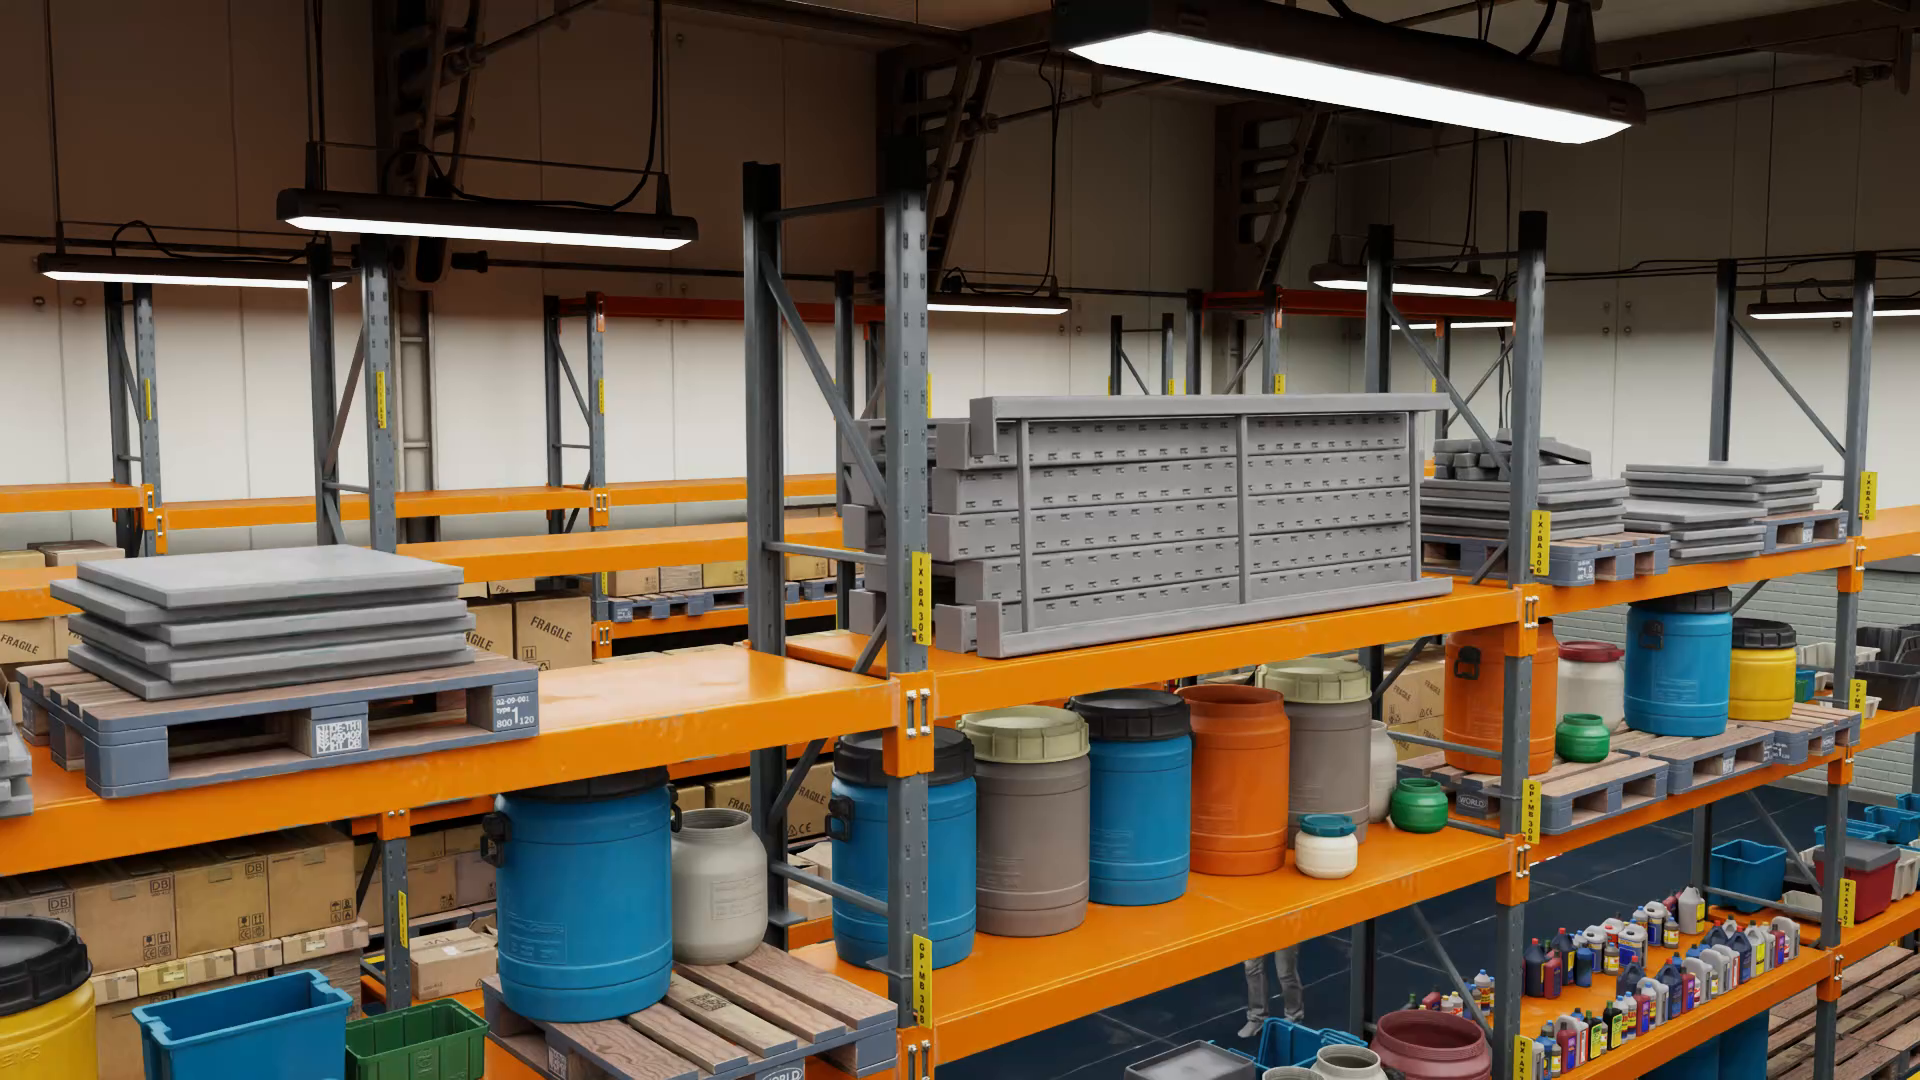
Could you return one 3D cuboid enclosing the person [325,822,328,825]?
[{"bbox_3d":[-5.176,3.053,13.284,0.521,1.647,0.911,1,6,15],"label":"person"}]

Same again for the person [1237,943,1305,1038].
[{"bbox_3d":[2.483,3.042,13.112,0.550,1.826,0.581,-4,7,-37],"label":"person"}]
